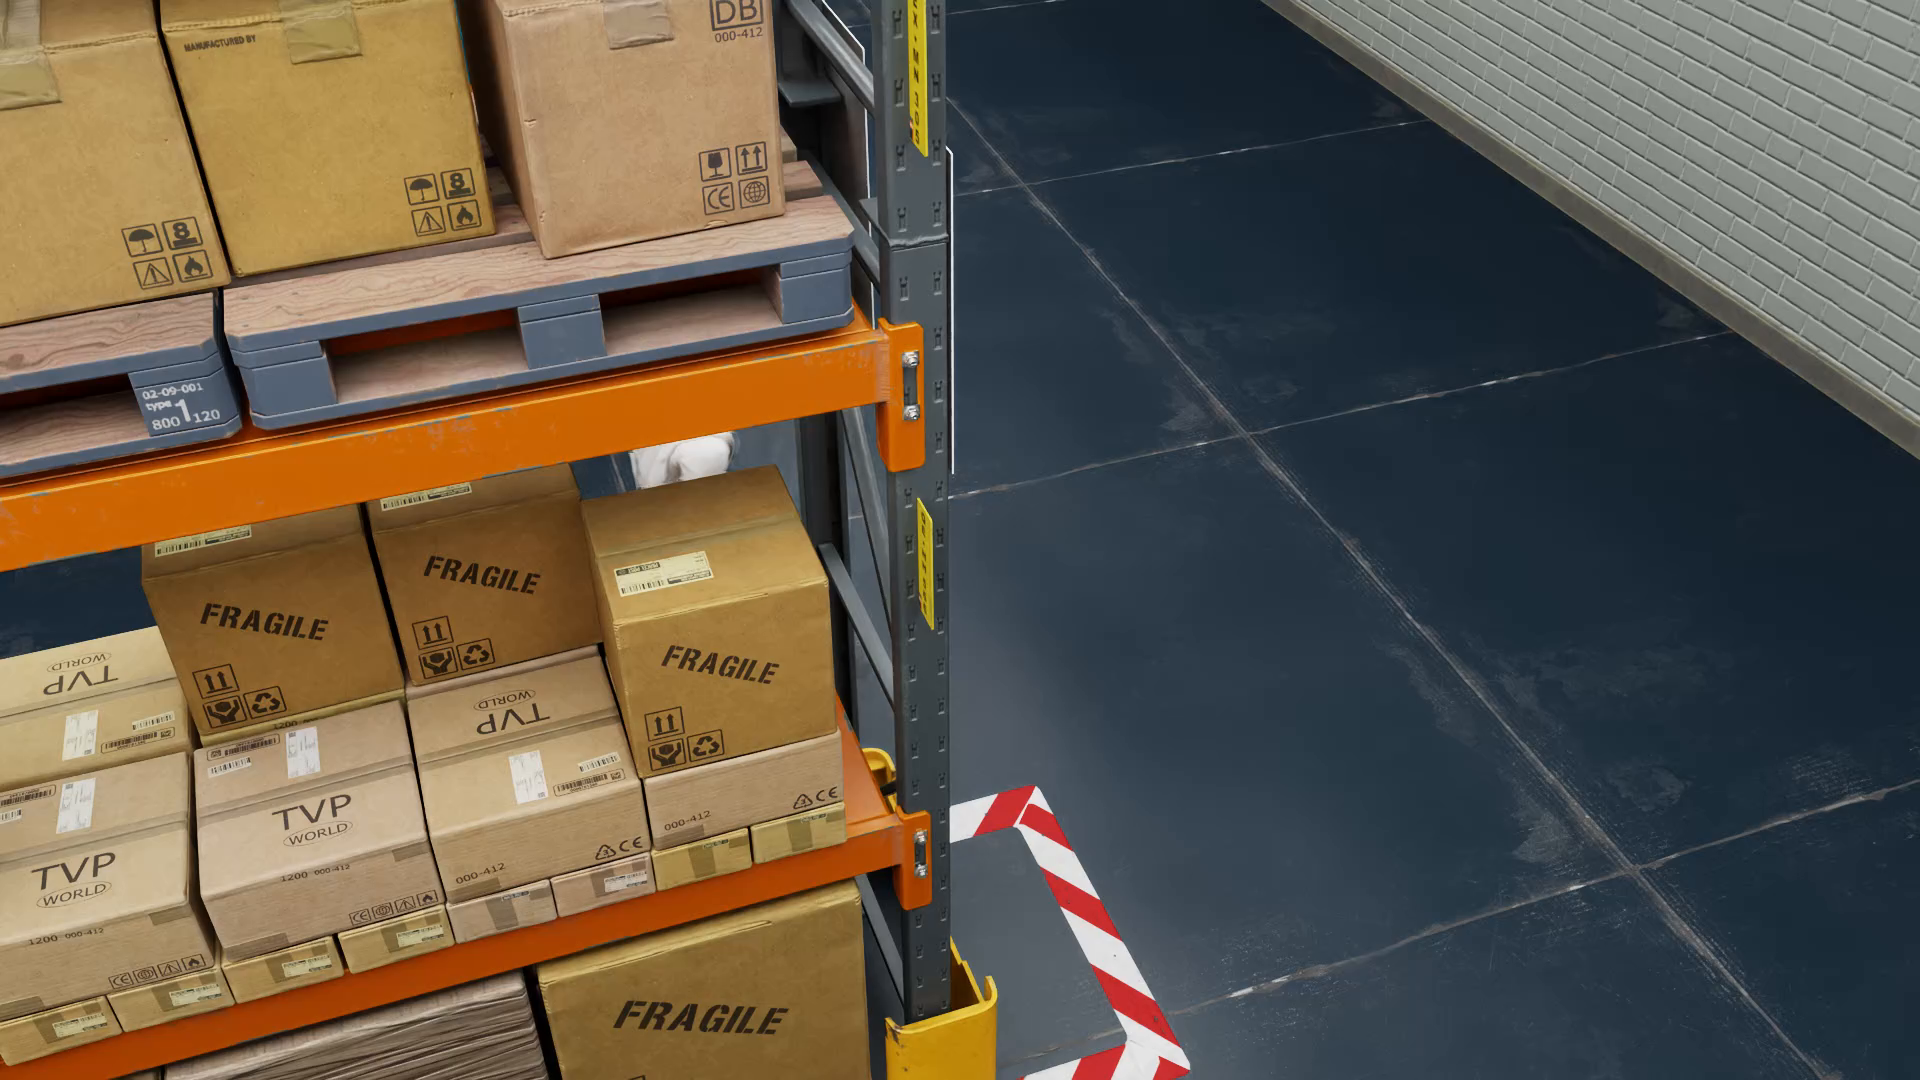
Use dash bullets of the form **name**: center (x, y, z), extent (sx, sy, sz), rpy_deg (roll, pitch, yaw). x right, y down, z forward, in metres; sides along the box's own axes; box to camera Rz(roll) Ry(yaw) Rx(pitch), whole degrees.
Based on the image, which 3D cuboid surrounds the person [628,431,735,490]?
- **person**: center (-1.116, 0.021, 6.075), extent (0.933, 1.732, 0.582), rpy_deg (-19, 42, -23)
